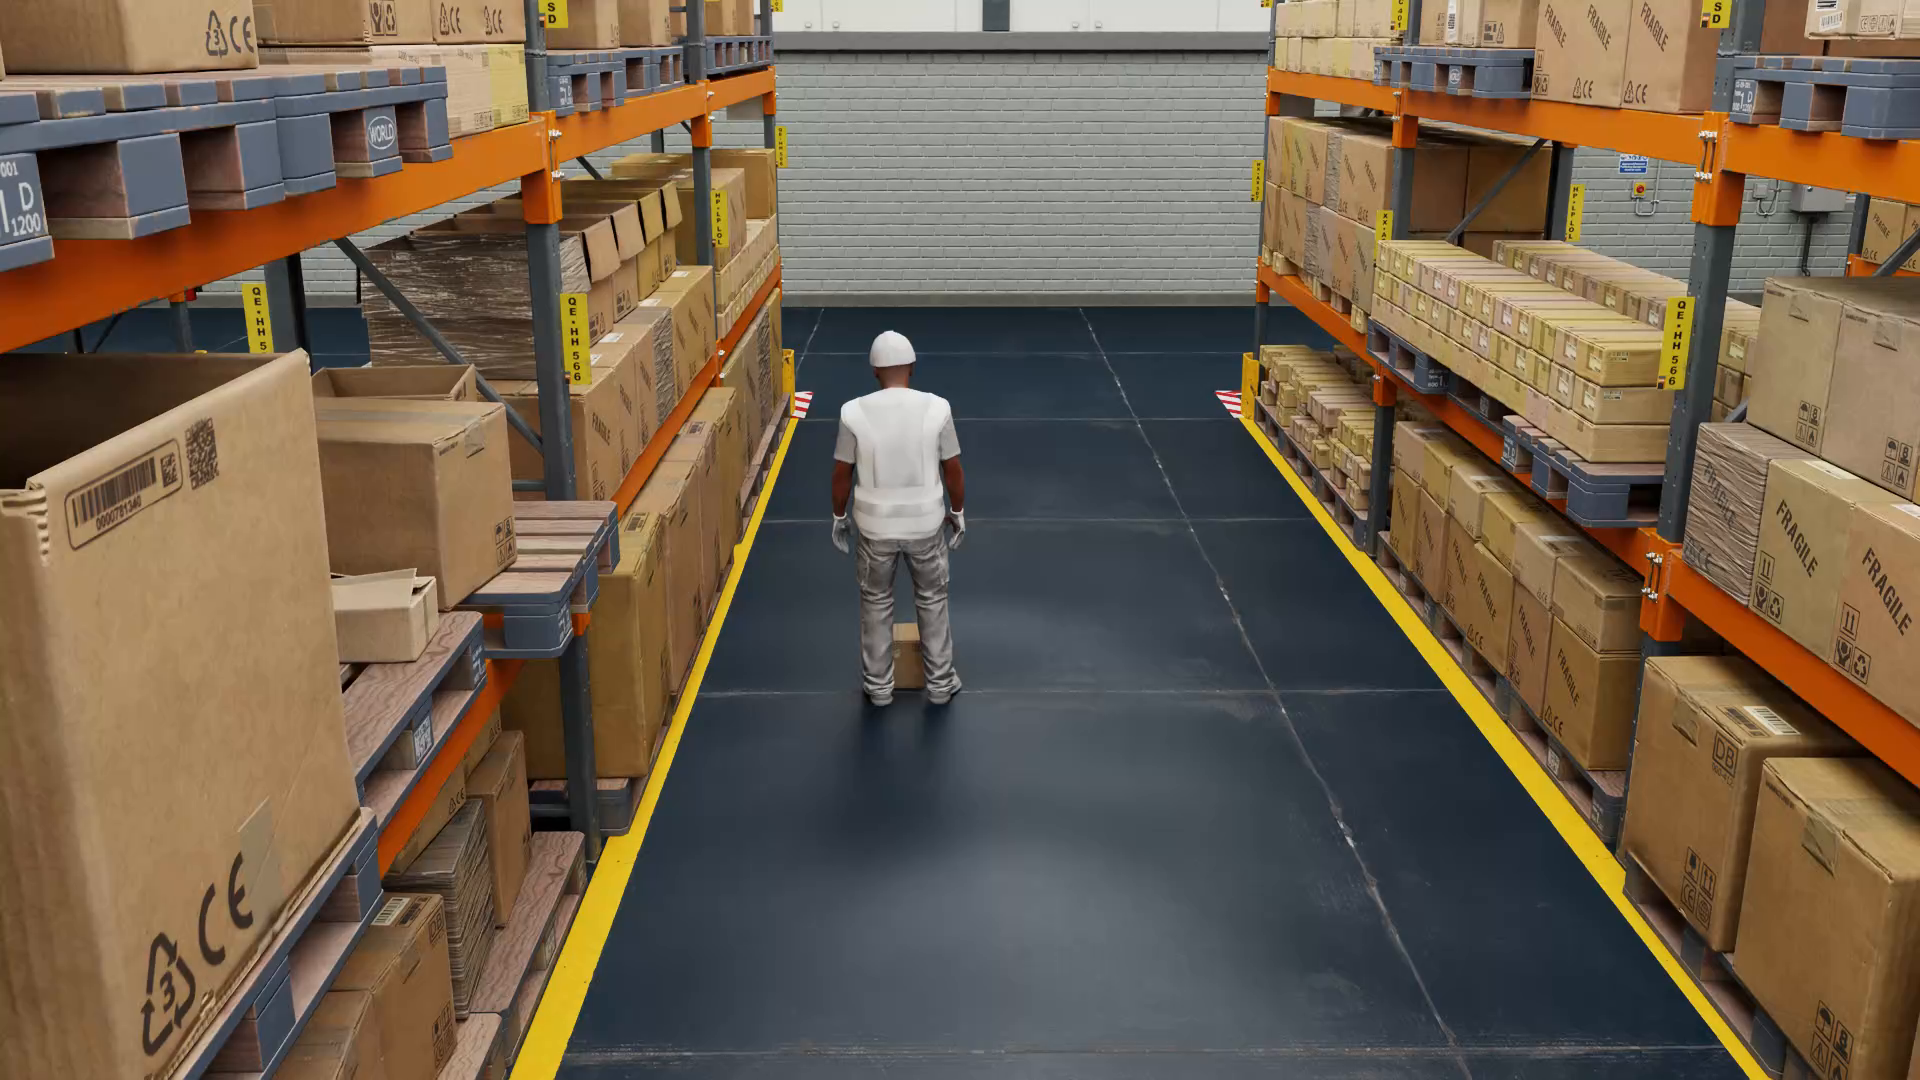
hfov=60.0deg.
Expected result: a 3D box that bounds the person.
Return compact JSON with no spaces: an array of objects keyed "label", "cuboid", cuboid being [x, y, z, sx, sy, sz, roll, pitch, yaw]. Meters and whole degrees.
[{"label":"person","cuboid":[-0.287,-0.088,7.810,0.631,1.776,0.443,-1,17,-3]}]
